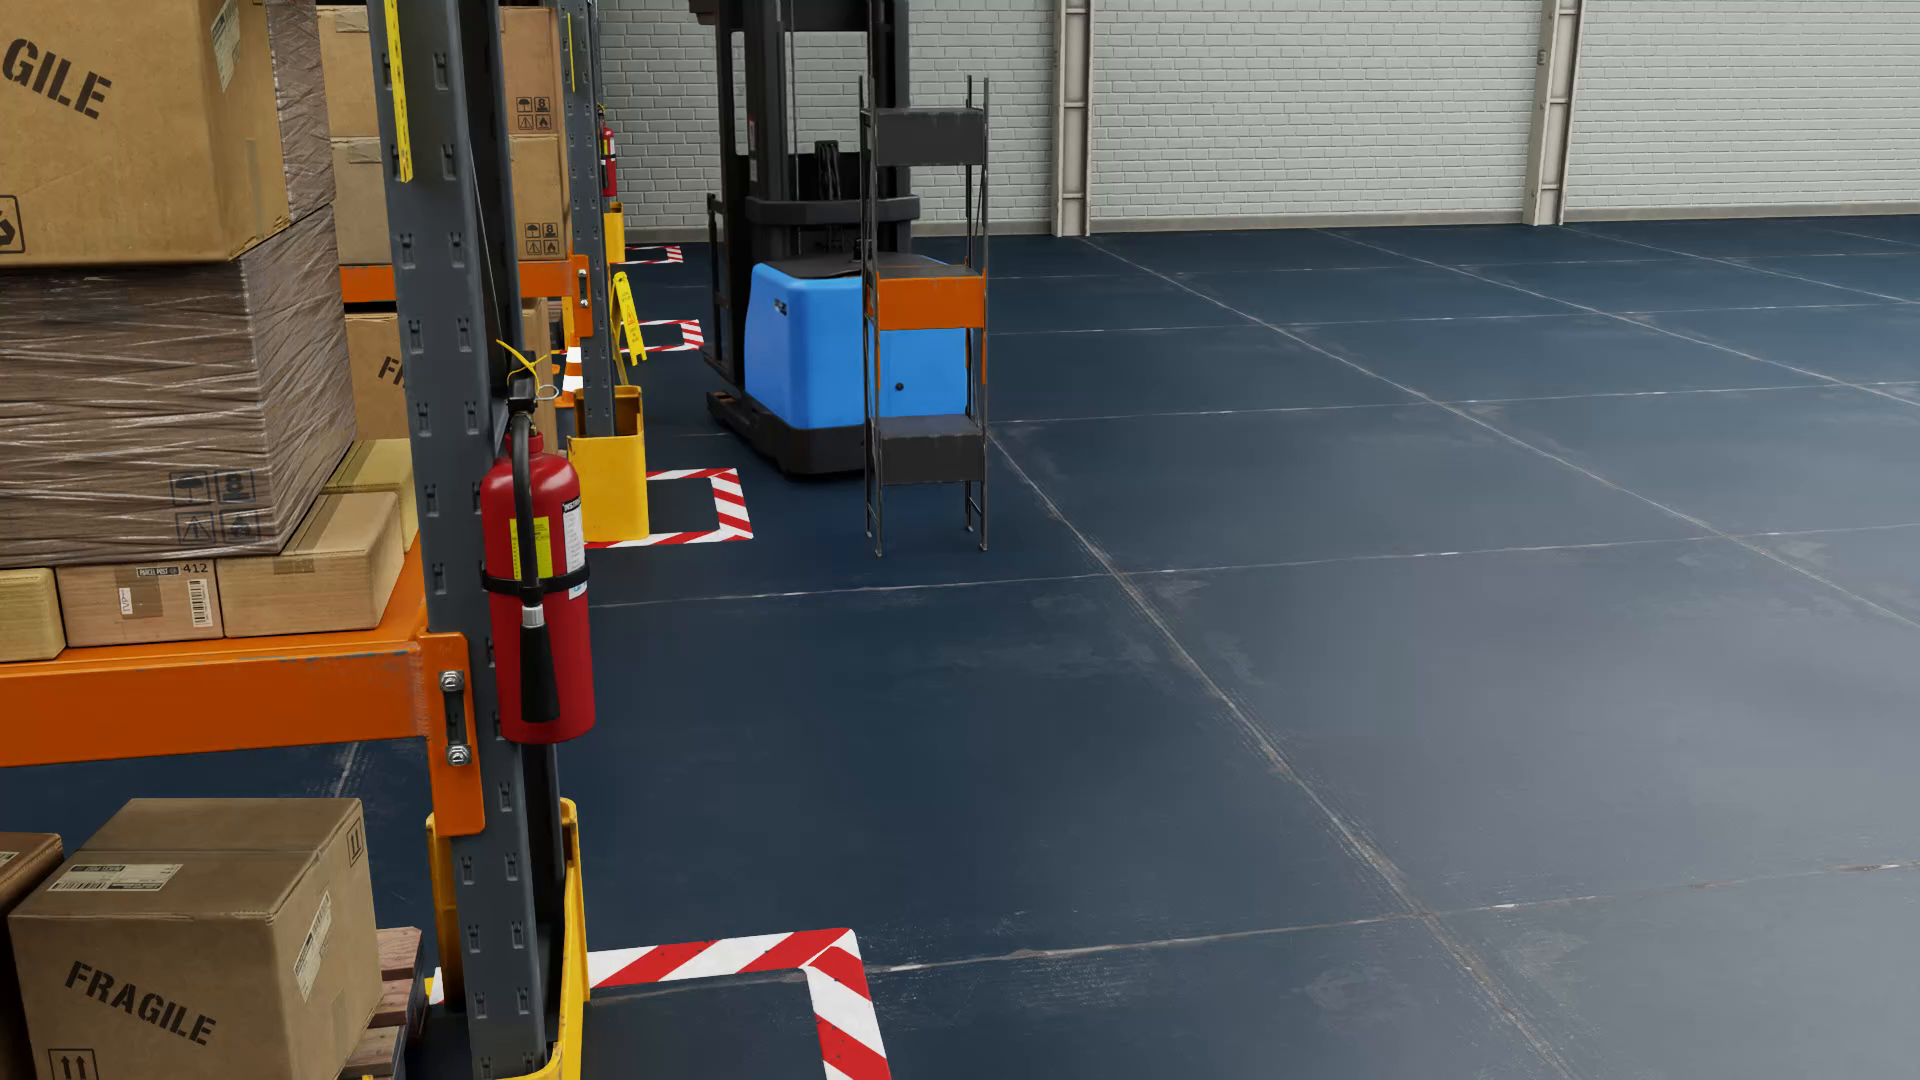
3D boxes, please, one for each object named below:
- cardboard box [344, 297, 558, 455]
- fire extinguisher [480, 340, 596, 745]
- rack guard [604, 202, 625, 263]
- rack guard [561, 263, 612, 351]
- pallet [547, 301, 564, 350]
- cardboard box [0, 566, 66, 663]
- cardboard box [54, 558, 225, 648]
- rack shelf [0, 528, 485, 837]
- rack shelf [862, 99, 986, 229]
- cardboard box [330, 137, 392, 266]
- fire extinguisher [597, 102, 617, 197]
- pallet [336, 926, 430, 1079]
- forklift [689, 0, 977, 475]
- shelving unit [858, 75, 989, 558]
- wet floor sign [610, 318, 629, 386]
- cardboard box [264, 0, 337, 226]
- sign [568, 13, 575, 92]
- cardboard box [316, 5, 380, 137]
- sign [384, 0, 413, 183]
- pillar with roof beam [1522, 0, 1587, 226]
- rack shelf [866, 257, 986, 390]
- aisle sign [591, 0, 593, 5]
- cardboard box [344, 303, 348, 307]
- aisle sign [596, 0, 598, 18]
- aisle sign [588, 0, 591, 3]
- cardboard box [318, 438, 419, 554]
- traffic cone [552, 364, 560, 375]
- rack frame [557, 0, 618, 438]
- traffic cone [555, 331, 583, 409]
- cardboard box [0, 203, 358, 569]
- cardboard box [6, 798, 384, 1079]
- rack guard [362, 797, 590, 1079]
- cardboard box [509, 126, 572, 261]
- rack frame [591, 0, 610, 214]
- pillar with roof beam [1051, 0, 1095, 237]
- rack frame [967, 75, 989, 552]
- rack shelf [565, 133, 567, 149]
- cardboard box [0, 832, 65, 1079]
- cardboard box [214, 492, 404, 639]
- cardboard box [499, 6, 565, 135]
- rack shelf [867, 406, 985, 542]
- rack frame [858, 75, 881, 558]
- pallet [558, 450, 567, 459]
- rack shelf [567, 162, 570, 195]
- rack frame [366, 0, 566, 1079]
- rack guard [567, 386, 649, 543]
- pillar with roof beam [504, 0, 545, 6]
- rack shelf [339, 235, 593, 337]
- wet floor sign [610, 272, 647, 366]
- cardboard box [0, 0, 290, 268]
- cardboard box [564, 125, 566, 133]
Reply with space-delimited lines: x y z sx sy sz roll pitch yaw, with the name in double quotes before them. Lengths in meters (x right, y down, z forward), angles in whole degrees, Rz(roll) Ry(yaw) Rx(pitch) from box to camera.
"cardboard box" -2.419 -0.721 7.955 0.875 0.875 0.875 -3 17 -10
"fire extinguisher" -0.724 0.006 2.816 0.183 0.674 0.296 -3 17 -10
"rack guard" -3.726 -3.252 17.547 0.348 0.500 1.175 -3 17 -10
"rack guard" -2.878 -1.815 12.870 0.348 0.500 1.175 -3 17 -10
"pallet" -3.683 -1.642 12.799 1.213 0.211 1.003 -3 17 -10
"cardboard box" -1.646 0.080 2.869 0.250 0.149 0.380 -3 17 -10
"cardboard box" -1.410 0.052 2.963 0.250 0.149 0.380 -3 17 -10
"rack shelf" -2.888 0.298 2.959 4.000 0.370 1.077 -3 17 -10
"rack shelf" -0.163 -1.651 7.272 0.480 0.518 0.431 -3 17 -10
"cardboard box" -2.657 -1.594 7.638 0.550 0.550 0.875 -3 17 -10
"fire extinguisher" -2.604 -2.851 12.117 0.183 0.674 0.296 -3 17 -10
"pallet" -1.803 1.215 3.497 1.213 0.211 1.003 -3 17 -10
"forklift" -0.918 -2.135 9.772 1.130 2.935 3.031 -7 18 -20
"shelving unit" -0.163 -0.995 7.474 0.503 2.100 0.431 -3 17 -10
"wet floor sign" -2.113 -1.040 10.099 0.232 0.644 0.267 -6 18 -20
"cardboard box" -1.516 -0.873 3.167 0.500 0.500 0.500 -3 17 -10
"sign" -1.676 -2.103 7.173 0.005 0.325 0.100 -3 17 -10
"cardboard box" -2.660 -2.114 7.492 0.550 0.550 0.875 -3 17 -10
"sign" -0.838 -0.701 2.475 0.005 0.325 0.100 -3 17 -10
"pillar with roof beam" 7.995 -6.961 15.150 0.400 9.000 9.100 -3 17 -10
"rack shelf" -0.163 -0.981 7.478 0.480 0.518 0.431 -3 17 -10
"aisle sign" -1.753 -2.926 7.802 0.004 0.787 0.394 -3 17 -10
"cardboard box" -3.282 -0.672 7.793 0.875 0.875 0.875 -4 17 -11
"aisle sign" -3.629 -5.607 16.530 0.004 0.787 0.394 -3 17 -10
"aisle sign" -1.639 -2.753 7.239 0.004 0.787 0.394 -3 17 -10
"cardboard box" -1.249 -0.090 3.425 0.250 0.149 0.380 -3 17 -10
"traffic cone" -2.981 -1.406 11.601 0.334 0.463 0.336 -3 17 -10
"rack frame" -1.766 -1.593 7.890 0.127 3.000 1.000 -3 17 -10
"traffic cone" -2.437 -1.105 10.621 0.334 0.463 0.336 -3 17 -10
"cardboard box" -1.469 -0.325 3.084 0.500 0.500 0.875 -3 17 -10
"cardboard box" -1.540 0.867 3.424 0.500 0.500 0.500 0 17 0
"rack guard" -0.998 1.042 3.569 0.348 0.500 1.175 -3 17 -10
"cardboard box" -2.121 -1.631 7.758 0.550 0.550 0.875 -3 17 -10
"rack frame" -3.749 -4.445 17.175 0.127 3.000 1.000 -3 17 -10
"pillar with roof beam" 2.104 -6.627 14.062 0.400 9.000 9.100 -3 17 -10
"rack frame" 0.077 -1.008 7.518 0.015 2.100 0.400 -3 17 -10
"rack shelf" -5.713 -3.990 16.918 4.000 0.370 1.077 -3 17 -10
"cardboard box" -2.121 0.910 3.283 0.500 0.500 0.500 1 17 4
"cardboard box" -1.165 0.038 3.007 0.250 0.149 0.380 -3 17 -10
"cardboard box" -2.137 -2.171 7.678 0.550 0.550 0.875 -3 17 -10
"rack shelf" -0.163 -0.312 7.683 0.480 0.518 0.431 -3 17 -10
"rack frame" -0.402 -0.981 7.429 0.015 2.100 0.400 -3 17 -10
"pallet" -2.536 -0.193 8.081 1.213 0.211 1.003 -3 17 -10
"rack shelf" -4.768 -2.559 12.260 4.000 0.370 1.077 -3 17 -10
"rack frame" -0.924 -0.158 3.216 0.127 3.000 1.000 -3 17 -10
"rack guard" -1.742 -0.399 8.261 0.348 0.500 1.175 -3 17 -10
"pillar with roof beam" -3.787 -6.293 12.974 0.400 9.000 9.100 -3 17 -10
"rack shelf" -3.729 -1.138 7.633 4.000 0.370 1.077 -3 17 -10
"wet floor sign" -2.414 -1.591 11.893 0.232 0.644 0.267 3 17 9
"cardboard box" -1.417 -0.724 2.679 0.500 0.500 0.500 -3 17 -10
"cardboard box" -4.182 -4.390 16.825 0.500 0.500 0.500 -4 17 -12
